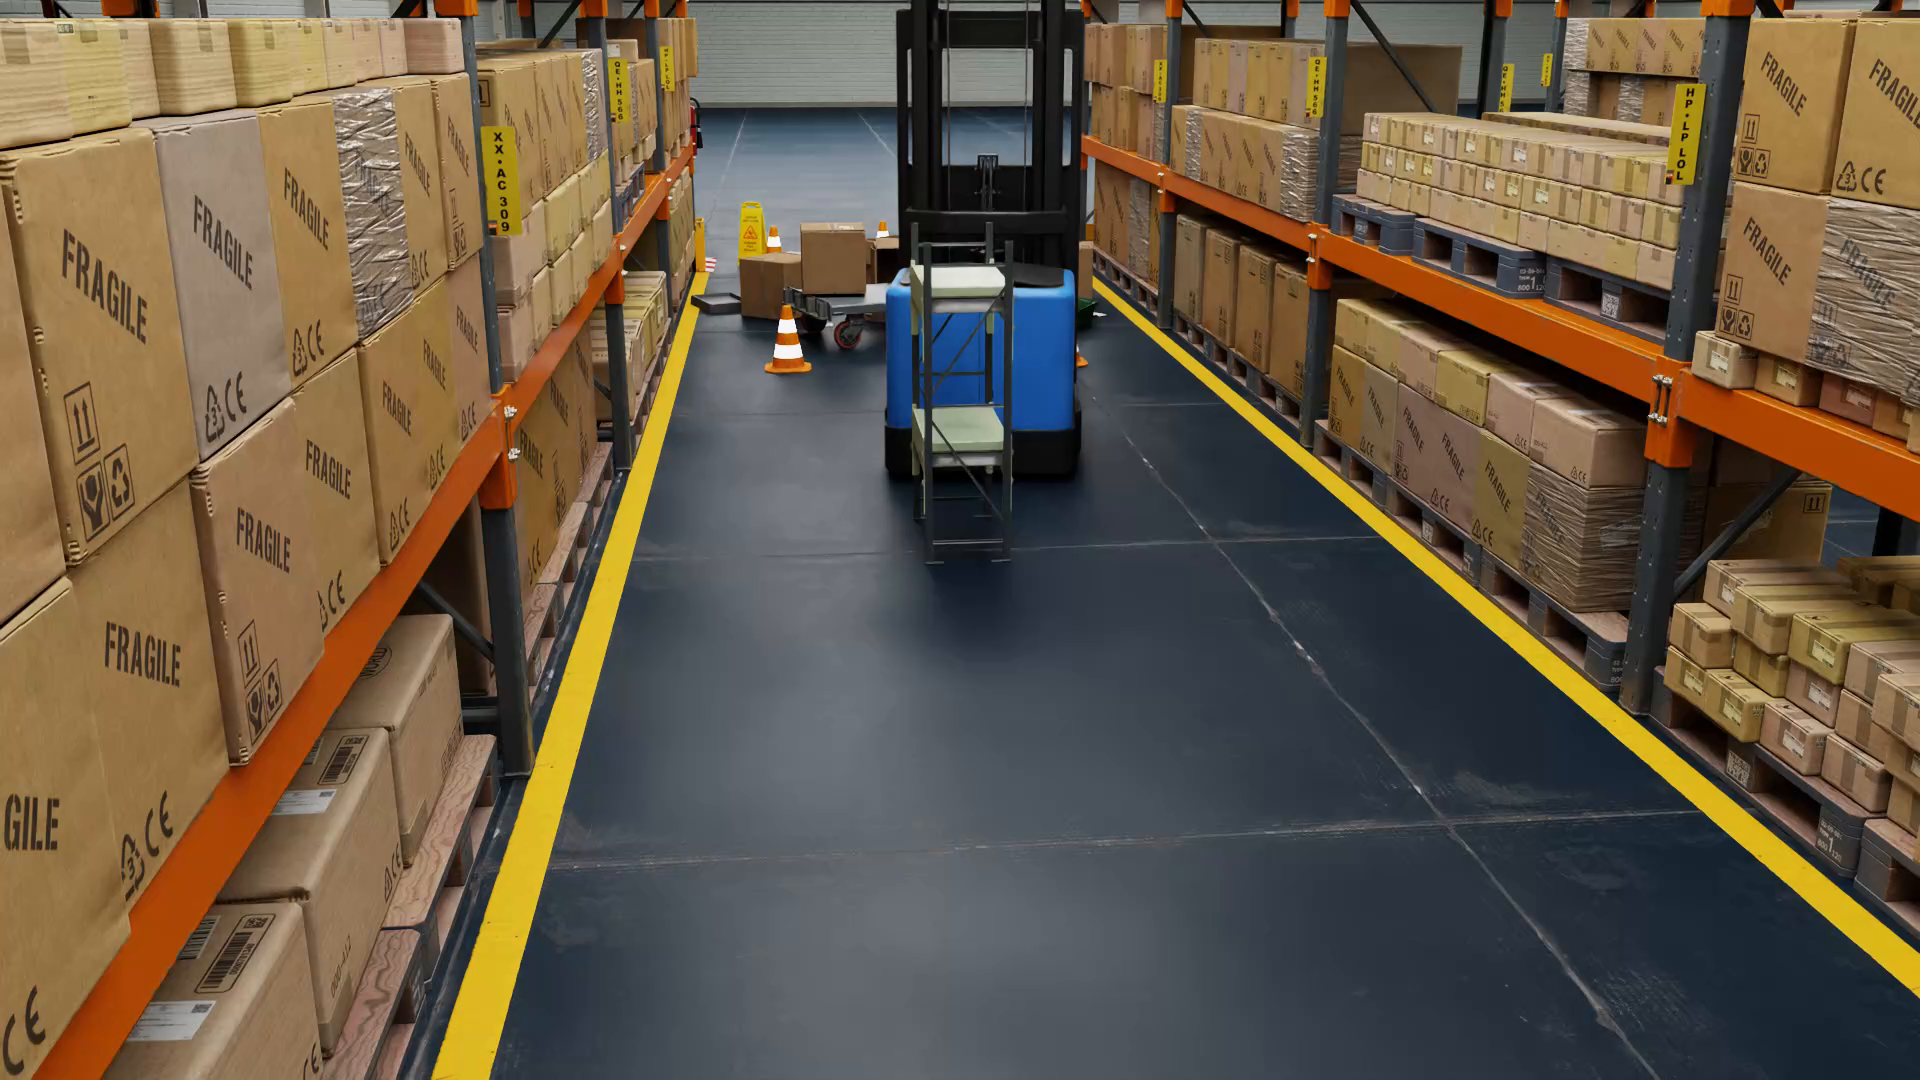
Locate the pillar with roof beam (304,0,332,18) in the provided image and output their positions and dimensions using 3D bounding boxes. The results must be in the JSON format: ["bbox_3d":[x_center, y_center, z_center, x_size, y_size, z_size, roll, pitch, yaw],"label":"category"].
[{"bbox_3d":[-5.908,-10.384,26.231,9.100,9.000,0.400,-2,18,-6],"label":"pillar with roof beam"}]

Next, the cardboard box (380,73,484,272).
[{"bbox_3d":[-1.630,-1.021,4.586,0.500,0.500,0.500,-2,18,-6],"label":"cardboard box"}]

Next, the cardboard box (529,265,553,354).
[{"bbox_3d":[-1.791,-0.850,6.128,0.500,0.250,0.500,-2,18,-7],"label":"cardboard box"}]

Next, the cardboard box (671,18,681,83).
[{"bbox_3d":[-2.639,-3.969,13.480,0.700,0.500,0.500,-2,18,-5],"label":"cardboard box"}]

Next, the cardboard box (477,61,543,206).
[{"bbox_3d":[-1.793,-1.444,5.932,0.500,0.500,0.500,-2,18,-6],"label":"cardboard box"}]

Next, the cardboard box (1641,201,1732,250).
[{"bbox_3d":[2.723,-1.146,6.043,0.380,0.149,0.250,-1,17,-4],"label":"cardboard box"}]

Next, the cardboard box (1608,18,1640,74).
[{"bbox_3d":[6.549,-4.706,15.827,0.500,0.500,0.500,-2,18,-6],"label":"cardboard box"}]

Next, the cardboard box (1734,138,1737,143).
[{"bbox_3d":[3.268,-1.617,7.046,0.380,0.149,0.250,-2,18,-6],"label":"cardboard box"}]

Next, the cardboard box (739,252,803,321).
[{"bbox_3d":[-1.535,-2.182,14.288,0.500,0.500,0.500,11,21,32],"label":"cardboard box"}]

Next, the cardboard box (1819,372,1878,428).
[{"bbox_3d":[2.844,-0.445,5.005,0.380,0.149,0.250,-3,18,-8],"label":"cardboard box"}]

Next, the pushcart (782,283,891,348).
[{"bbox_3d":[-0.516,-1.846,13.428,1.648,0.377,0.936,-8,19,-25],"label":"pushcart"}]

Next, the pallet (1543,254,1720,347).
[{"bbox_3d":[3.026,-0.952,6.523,1.003,0.211,1.213,-2,18,-6],"label":"pallet"}]

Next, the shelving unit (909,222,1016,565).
[{"bbox_3d":[-0.001,-0.718,7.959,0.431,1.500,0.755,-2,18,-6],"label":"shelving unit"}]

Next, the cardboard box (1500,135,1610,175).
[{"bbox_3d":[2.591,-1.678,7.239,0.380,0.149,0.250,-3,18,-8],"label":"cardboard box"}]

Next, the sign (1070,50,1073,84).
[{"bbox_3d":[1.170,-4.822,16.952,0.100,0.325,0.005,-2,18,-6],"label":"sign"}]

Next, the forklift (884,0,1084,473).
[{"bbox_3d":[0.188,-2.154,10.144,1.130,2.935,3.031,1,17,3],"label":"forklift"}]

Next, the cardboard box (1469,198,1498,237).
[{"bbox_3d":[2.557,-1.472,7.575,0.380,0.149,0.250,-2,18,-7],"label":"cardboard box"}]

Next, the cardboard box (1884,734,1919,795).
[{"bbox_3d":[2.885,0.632,4.720,0.380,0.149,0.250,-1,17,-3],"label":"cardboard box"}]

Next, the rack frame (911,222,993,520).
[{"bbox_3d":[-0.038,-0.827,8.306,0.400,1.500,0.023,-2,18,-6],"label":"rack frame"}]

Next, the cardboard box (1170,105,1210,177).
[{"bbox_3d":[1.921,-3.078,12.806,0.500,0.500,0.500,-2,17,-5],"label":"cardboard box"}]

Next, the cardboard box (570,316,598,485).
[{"bbox_3d":[-2.377,-0.799,8.559,0.875,0.875,0.875,-2,18,-6],"label":"cardboard box"}]

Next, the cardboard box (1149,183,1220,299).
[{"bbox_3d":[2.140,-2.571,14.205,0.875,0.875,0.875,-2,17,-5],"label":"cardboard box"}]

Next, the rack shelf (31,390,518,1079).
[{"bbox_3d":[-1.747,0.311,3.381,1.077,0.370,4.000,-2,18,-6],"label":"rack shelf"}]

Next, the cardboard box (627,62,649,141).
[{"bbox_3d":[-2.403,-2.970,11.264,0.500,0.500,0.500,-1,17,-4],"label":"cardboard box"}]

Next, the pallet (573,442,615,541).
[{"bbox_3d":[-2.359,-0.253,8.629,1.003,0.211,1.213,-2,18,-6],"label":"pallet"}]

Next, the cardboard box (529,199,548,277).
[{"bbox_3d":[-1.800,-1.090,6.056,0.500,0.250,0.500,-2,17,-5],"label":"cardboard box"}]

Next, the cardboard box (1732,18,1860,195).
[{"bbox_3d":[2.764,-1.336,5.093,0.500,0.500,0.500,-1,17,-4],"label":"cardboard box"}]

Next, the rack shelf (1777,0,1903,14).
[{"bbox_3d":[7.285,-3.810,11.499,1.077,0.370,4.000,-2,18,-6],"label":"rack shelf"}]

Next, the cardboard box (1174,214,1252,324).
[{"bbox_3d":[2.288,-2.140,13.040,1.050,0.750,0.750,-2,18,-6],"label":"cardboard box"}]

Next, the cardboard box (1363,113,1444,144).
[{"bbox_3d":[2.403,-2.223,8.974,0.380,0.149,0.250,-2,18,-6],"label":"cardboard box"}]

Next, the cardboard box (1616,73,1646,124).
[{"bbox_3d":[6.875,-4.239,16.009,0.875,0.500,0.500,-2,18,-6],"label":"cardboard box"}]

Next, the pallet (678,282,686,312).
[{"bbox_3d":[-3.012,-2.245,14.975,1.003,0.211,1.213,-2,18,-6],"label":"pallet"}]

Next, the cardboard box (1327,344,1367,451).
[{"bbox_3d":[2.367,-0.792,9.165,0.500,0.500,0.500,-3,18,-8],"label":"cardboard box"}]

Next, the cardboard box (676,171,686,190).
[{"bbox_3d":[-2.696,-3.268,15.133,0.380,0.149,0.250,-1,17,-3],"label":"cardboard box"}]

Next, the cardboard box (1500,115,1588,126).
[{"bbox_3d":[3.078,-2.161,8.777,0.380,0.149,0.250,-2,18,-6],"label":"cardboard box"}]

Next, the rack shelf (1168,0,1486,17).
[{"bbox_3d":[2.341,-3.687,11.107,1.077,0.370,4.000,-2,18,-6],"label":"rack shelf"}]

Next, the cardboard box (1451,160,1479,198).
[{"bbox_3d":[2.532,-1.692,7.780,0.380,0.149,0.250,-2,18,-6],"label":"cardboard box"}]

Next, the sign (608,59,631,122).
[{"bbox_3d":[-1.814,-2.391,8.852,0.100,0.325,0.005,-2,18,-6],"label":"sign"}]

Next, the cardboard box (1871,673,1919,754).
[{"bbox_3d":[2.829,0.487,4.685,0.380,0.149,0.250,-1,17,-4],"label":"cardboard box"}]

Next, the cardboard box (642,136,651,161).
[{"bbox_3d":[-2.349,-2.717,11.542,0.380,0.149,0.250,-2,18,-5],"label":"cardboard box"}]

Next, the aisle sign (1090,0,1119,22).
[{"bbox_3d":[1.417,-5.639,16.791,0.394,0.787,0.004,-2,18,-6],"label":"aisle sign"}]

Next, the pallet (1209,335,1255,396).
[{"bbox_3d":[2.418,-1.273,11.879,1.003,0.211,1.213,-2,18,-6],"label":"pallet"}]

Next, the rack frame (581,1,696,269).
[{"bbox_3d":[-3.191,-4.204,16.559,1.000,3.000,0.127,-2,18,-6],"label":"rack frame"}]

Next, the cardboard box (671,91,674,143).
[{"bbox_3d":[-2.621,-3.490,13.623,0.500,0.500,0.500,-2,18,-6],"label":"cardboard box"}]

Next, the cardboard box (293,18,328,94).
[{"bbox_3d":[-1.536,-0.998,3.429,0.380,0.149,0.250,-2,18,-7],"label":"cardboard box"}]

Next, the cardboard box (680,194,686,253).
[{"bbox_3d":[-2.689,-2.756,14.585,0.500,0.500,0.500,-1,17,-3],"label":"cardboard box"}]

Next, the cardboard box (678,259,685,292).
[{"bbox_3d":[-2.637,-2.243,14.204,0.500,0.250,0.500,-1,17,-3],"label":"cardboard box"}]

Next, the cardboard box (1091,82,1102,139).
[{"bbox_3d":[1.806,-4.349,16.772,0.875,0.550,0.550,-2,18,-6],"label":"cardboard box"}]

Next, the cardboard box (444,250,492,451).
[{"bbox_3d":[-1.651,-0.546,4.741,0.500,0.500,0.500,-2,18,-5],"label":"cardboard box"}]

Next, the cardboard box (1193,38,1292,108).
[{"bbox_3d":[2.192,-3.572,12.711,0.700,0.500,0.500,-2,18,-7],"label":"cardboard box"}]

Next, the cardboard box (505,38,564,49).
[{"bbox_3d":[-3.082,-3.560,12.062,0.380,0.149,0.250,-2,18,-6],"label":"cardboard box"}]

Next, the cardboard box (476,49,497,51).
[{"bbox_3d":[-2.558,-2.190,8.310,0.500,0.500,0.500,-2,18,-7],"label":"cardboard box"}]

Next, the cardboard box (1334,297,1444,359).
[{"bbox_3d":[2.378,-1.156,9.071,0.500,0.250,0.500,-3,18,-8],"label":"cardboard box"}]
